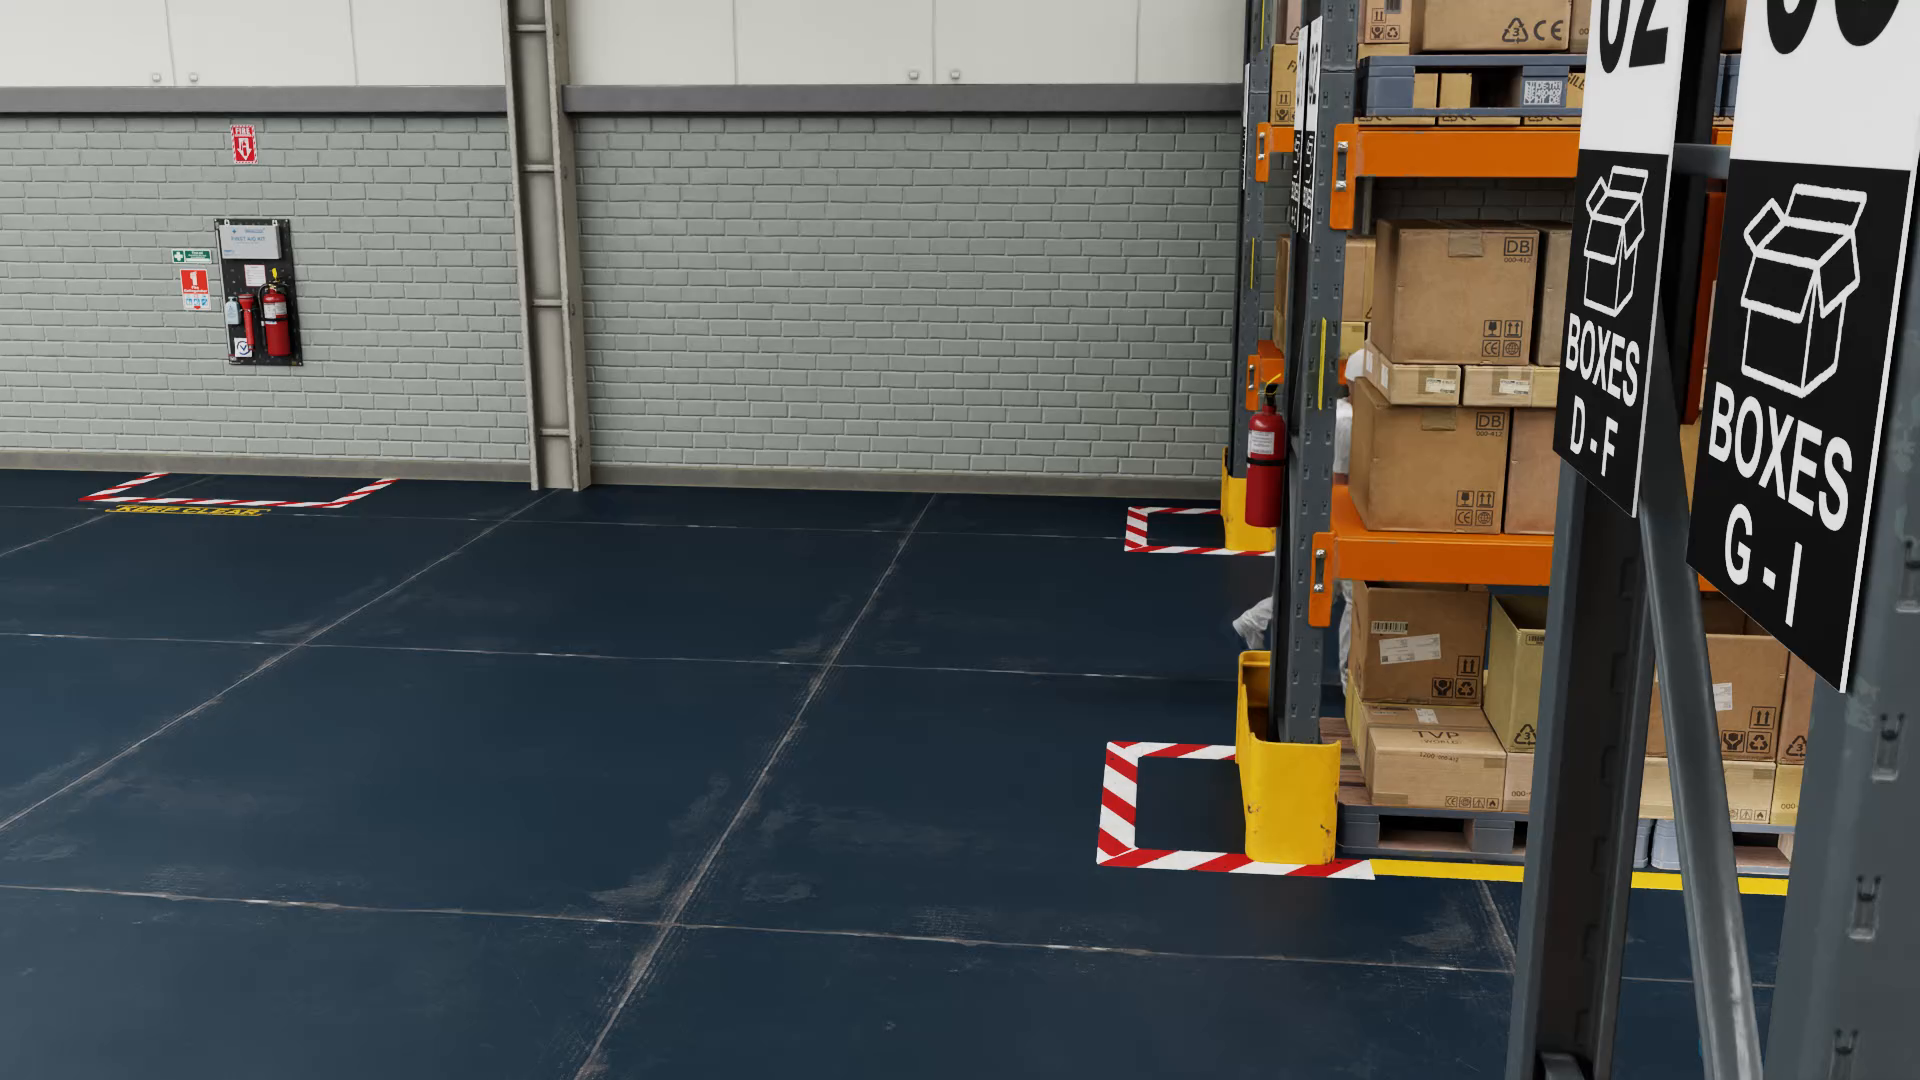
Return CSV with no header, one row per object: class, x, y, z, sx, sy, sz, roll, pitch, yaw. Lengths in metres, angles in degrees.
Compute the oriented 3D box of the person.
person,1.823,-0.090,8.323,0.872,1.760,0.561,2,14,8
